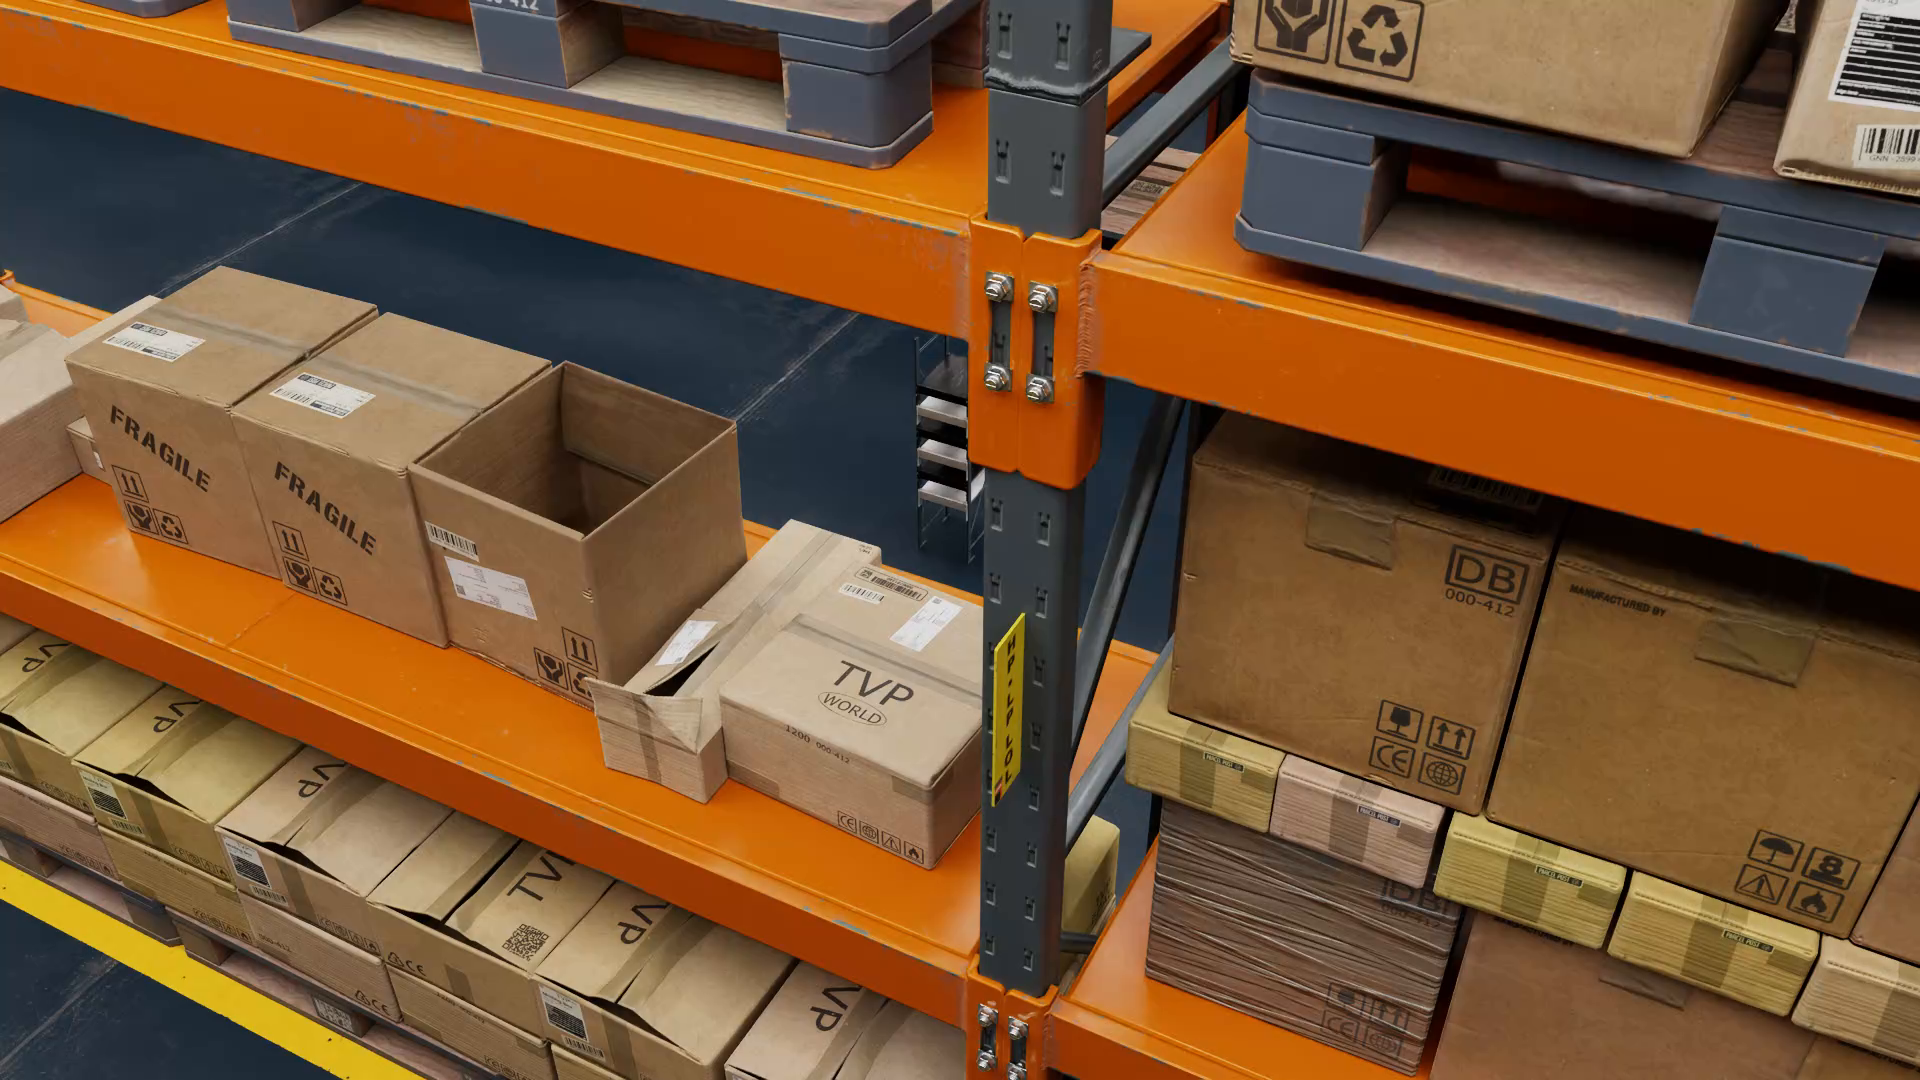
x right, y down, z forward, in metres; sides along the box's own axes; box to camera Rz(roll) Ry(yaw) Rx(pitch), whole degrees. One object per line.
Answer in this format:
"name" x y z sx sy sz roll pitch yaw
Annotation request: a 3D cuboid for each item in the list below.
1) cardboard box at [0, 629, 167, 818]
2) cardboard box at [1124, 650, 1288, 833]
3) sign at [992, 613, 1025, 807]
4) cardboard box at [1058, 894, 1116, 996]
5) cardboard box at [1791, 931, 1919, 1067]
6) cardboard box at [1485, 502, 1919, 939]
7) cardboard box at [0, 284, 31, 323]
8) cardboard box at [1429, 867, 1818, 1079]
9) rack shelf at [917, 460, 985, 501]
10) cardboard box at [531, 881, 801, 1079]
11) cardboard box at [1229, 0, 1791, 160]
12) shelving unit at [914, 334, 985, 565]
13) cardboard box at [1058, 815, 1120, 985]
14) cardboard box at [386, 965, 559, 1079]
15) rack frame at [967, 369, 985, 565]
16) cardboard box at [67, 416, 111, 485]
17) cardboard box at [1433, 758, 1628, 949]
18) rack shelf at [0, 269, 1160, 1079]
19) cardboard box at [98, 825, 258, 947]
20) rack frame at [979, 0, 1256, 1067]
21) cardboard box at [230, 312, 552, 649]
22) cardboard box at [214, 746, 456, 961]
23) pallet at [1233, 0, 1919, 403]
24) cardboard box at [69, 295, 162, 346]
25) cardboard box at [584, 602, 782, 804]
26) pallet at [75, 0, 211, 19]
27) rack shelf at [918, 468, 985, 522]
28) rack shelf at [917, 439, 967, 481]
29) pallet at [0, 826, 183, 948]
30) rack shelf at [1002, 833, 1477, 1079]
"cardboard box" -2.436 0.434 4.660 0.500 0.311 0.500 16 40 20
"cardboard box" 0.465 0.278 2.784 0.250 0.149 0.380 17 41 21
"sign" 0.075 0.261 2.532 0.005 0.325 0.100 17 41 21
"cardboard box" 0.071 1.080 4.273 0.500 0.250 0.500 16 40 20
"cardboard box" 1.373 0.561 2.411 0.250 0.149 0.380 16 40 20
"cardboard box" 1.162 0.100 2.481 0.500 0.500 0.700 17 40 21
"cardboard box" -2.934 -0.555 4.574 0.500 0.311 0.500 20 42 24
"cardboard box" 1.184 0.620 2.869 0.500 0.500 0.700 17 40 21
"rack shelf" -0.007 -0.262 6.055 0.200 0.077 0.258 17 41 21
"cardboard box" -0.641 1.002 3.913 0.500 0.311 0.500 19 41 23
"cardboard box" 0.642 -0.779 1.768 0.500 0.500 0.500 21 42 25
"shelving unit" -0.007 -0.361 5.981 0.210 0.900 0.258 17 41 21
"cardboard box" 0.063 0.853 4.108 0.500 0.311 0.500 18 41 22
"cardboard box" -1.089 1.082 4.271 0.500 0.250 0.500 18 41 22
"rack frame" 0.083 -0.332 5.944 0.006 0.900 0.240 17 41 21
"cardboard box" -2.078 -0.291 4.360 0.250 0.149 0.380 20 42 25
"cardboard box" 0.918 0.418 2.599 0.250 0.149 0.380 16 40 20
"rack shelf" -1.460 0.128 4.196 4.000 0.370 1.077 17 41 21
"cardboard box" -1.995 0.797 4.646 0.500 0.250 0.500 16 40 20
"rack frame" 0.315 0.397 3.246 0.127 3.000 1.000 17 41 21
"cardboard box" -1.272 -0.151 3.885 0.500 0.500 0.500 17 41 22
"cardboard box" -1.527 0.720 4.284 0.500 0.311 0.500 17 40 21
"pallet" 1.085 -0.539 2.072 1.213 0.211 1.003 17 41 21
"cardboard box" -2.311 -0.513 4.653 0.250 0.149 0.380 17 41 21
"cardboard box" -0.550 0.305 3.479 0.258 0.266 0.396 16 40 20
"pallet" -1.598 -1.385 3.268 1.213 0.211 1.003 19 41 24
"rack shelf" -0.007 -0.191 6.110 0.200 0.077 0.258 17 41 21
"rack shelf" -0.007 -0.334 6.001 0.200 0.077 0.258 17 41 21
"pallet" -2.523 0.645 5.225 1.213 0.211 1.003 17 41 21
"rack shelf" 2.091 1.240 2.731 4.000 0.370 1.077 17 41 21
